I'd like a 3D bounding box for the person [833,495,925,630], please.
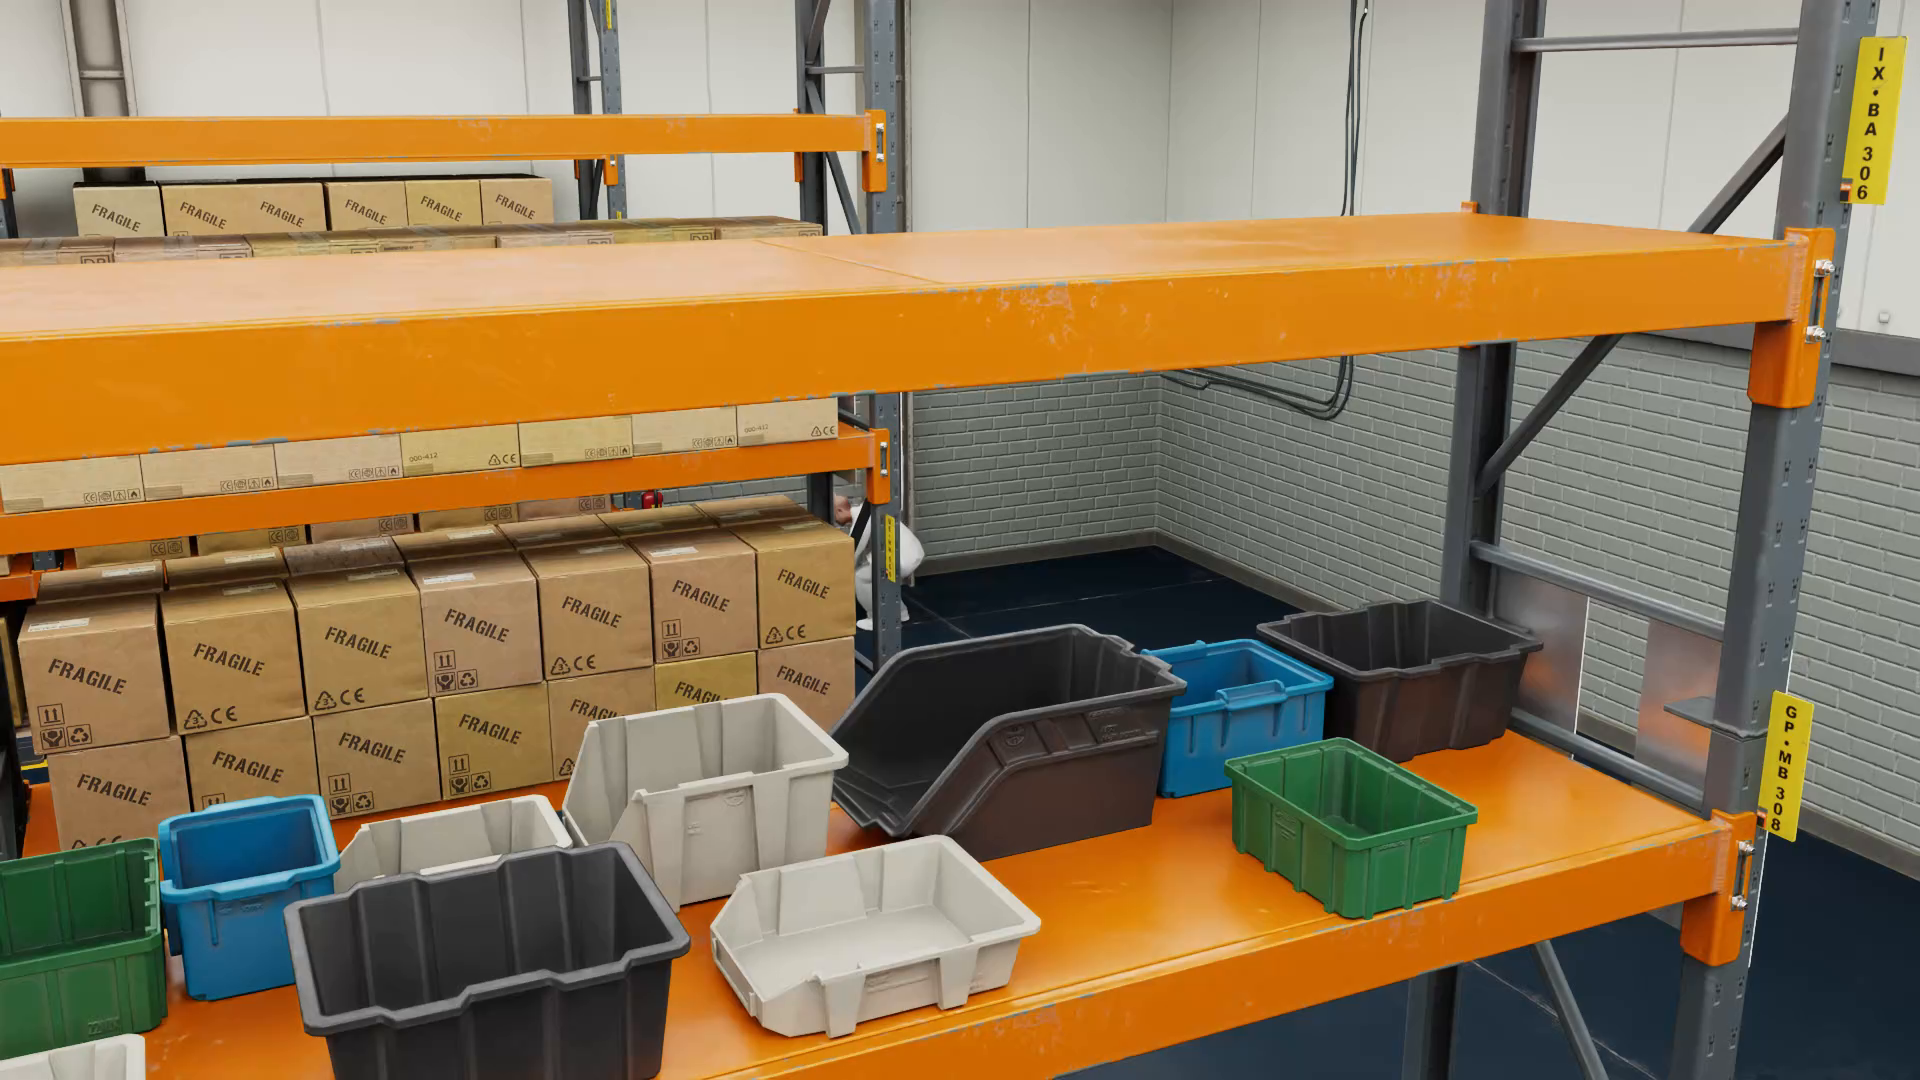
[{"bbox_3d":[-0.736,0.180,14.122,0.861,1.134,0.617,2,15,7],"label":"person"}]
